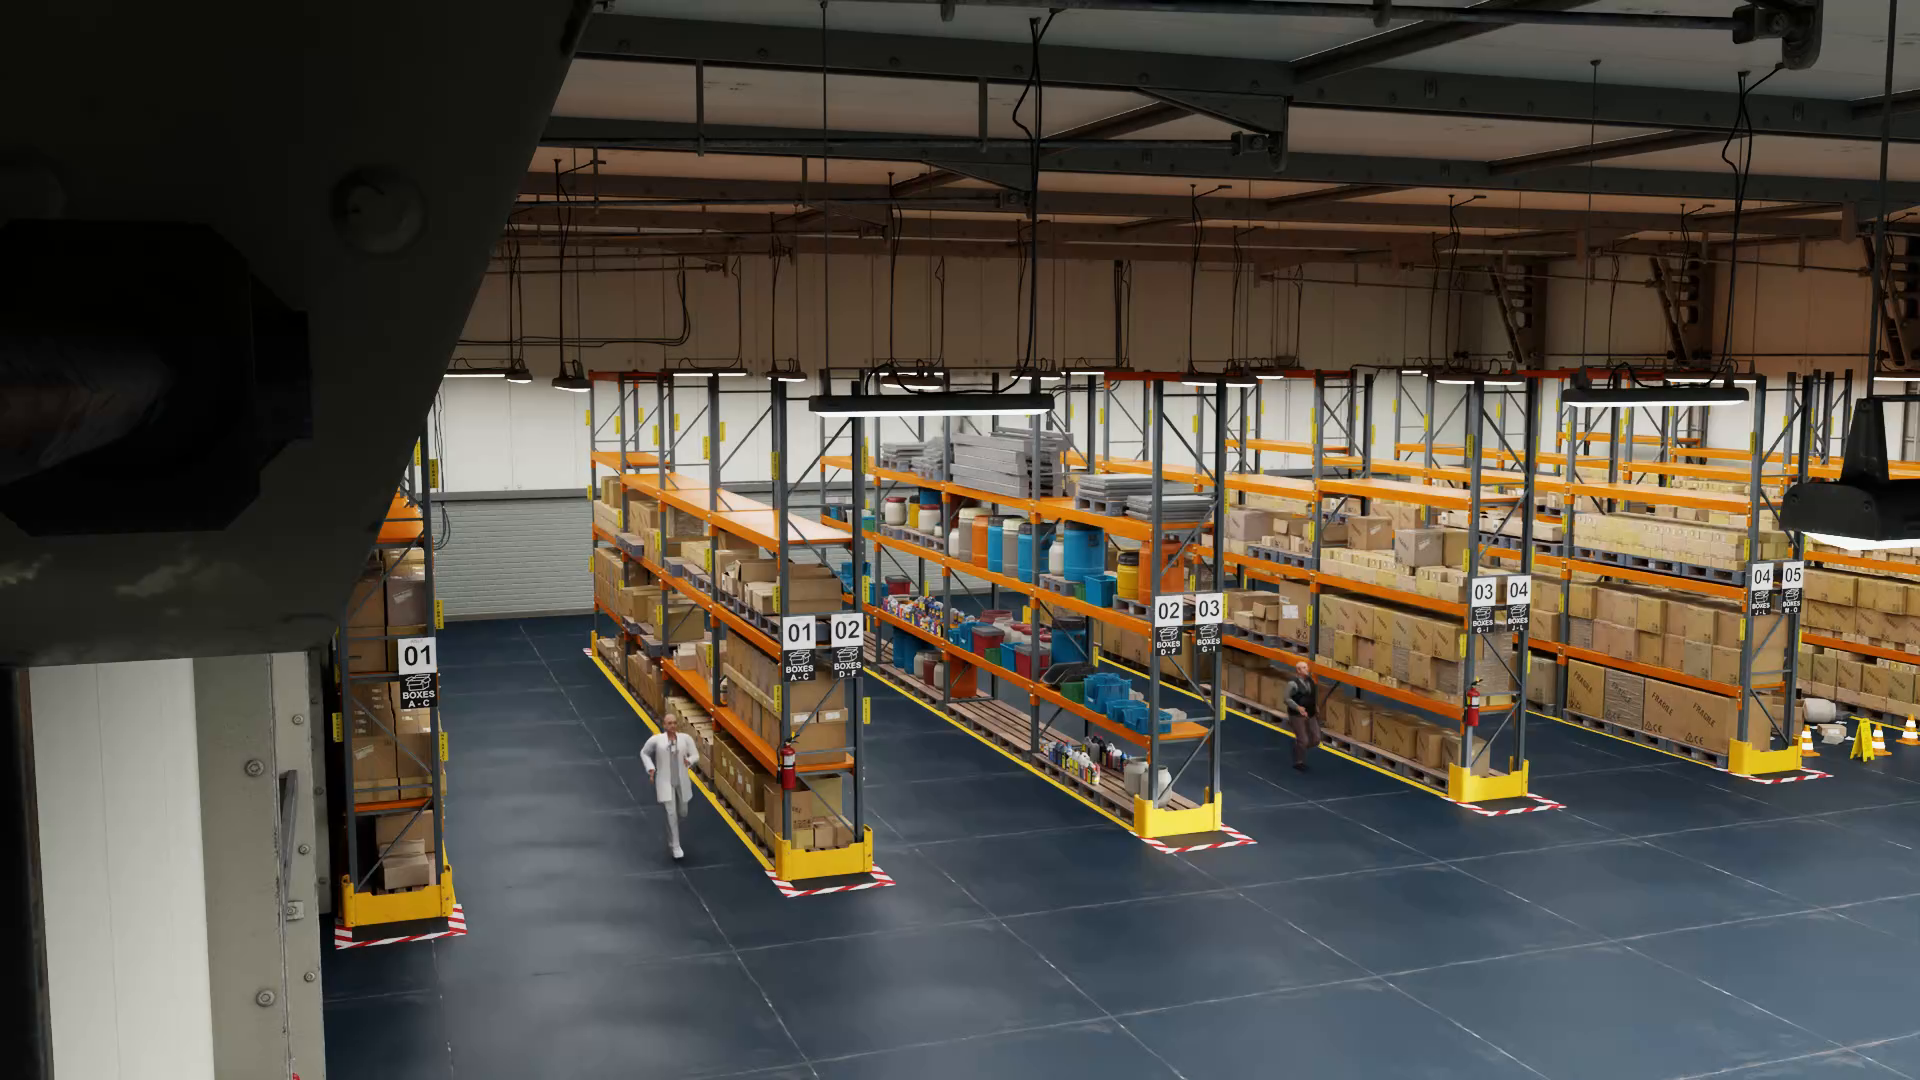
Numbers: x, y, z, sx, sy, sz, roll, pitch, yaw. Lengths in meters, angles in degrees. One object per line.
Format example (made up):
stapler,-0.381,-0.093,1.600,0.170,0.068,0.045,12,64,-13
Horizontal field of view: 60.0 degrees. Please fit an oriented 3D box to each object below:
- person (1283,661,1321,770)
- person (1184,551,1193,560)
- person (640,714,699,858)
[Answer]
person,5.222,2.675,25.299,0.638,1.675,0.576,-4,7,-30
person,5.278,1.128,39.028,0.747,1.814,0.723,-1,6,-8
person,-3.668,3.090,21.172,0.715,1.742,1.020,-3,7,-24
